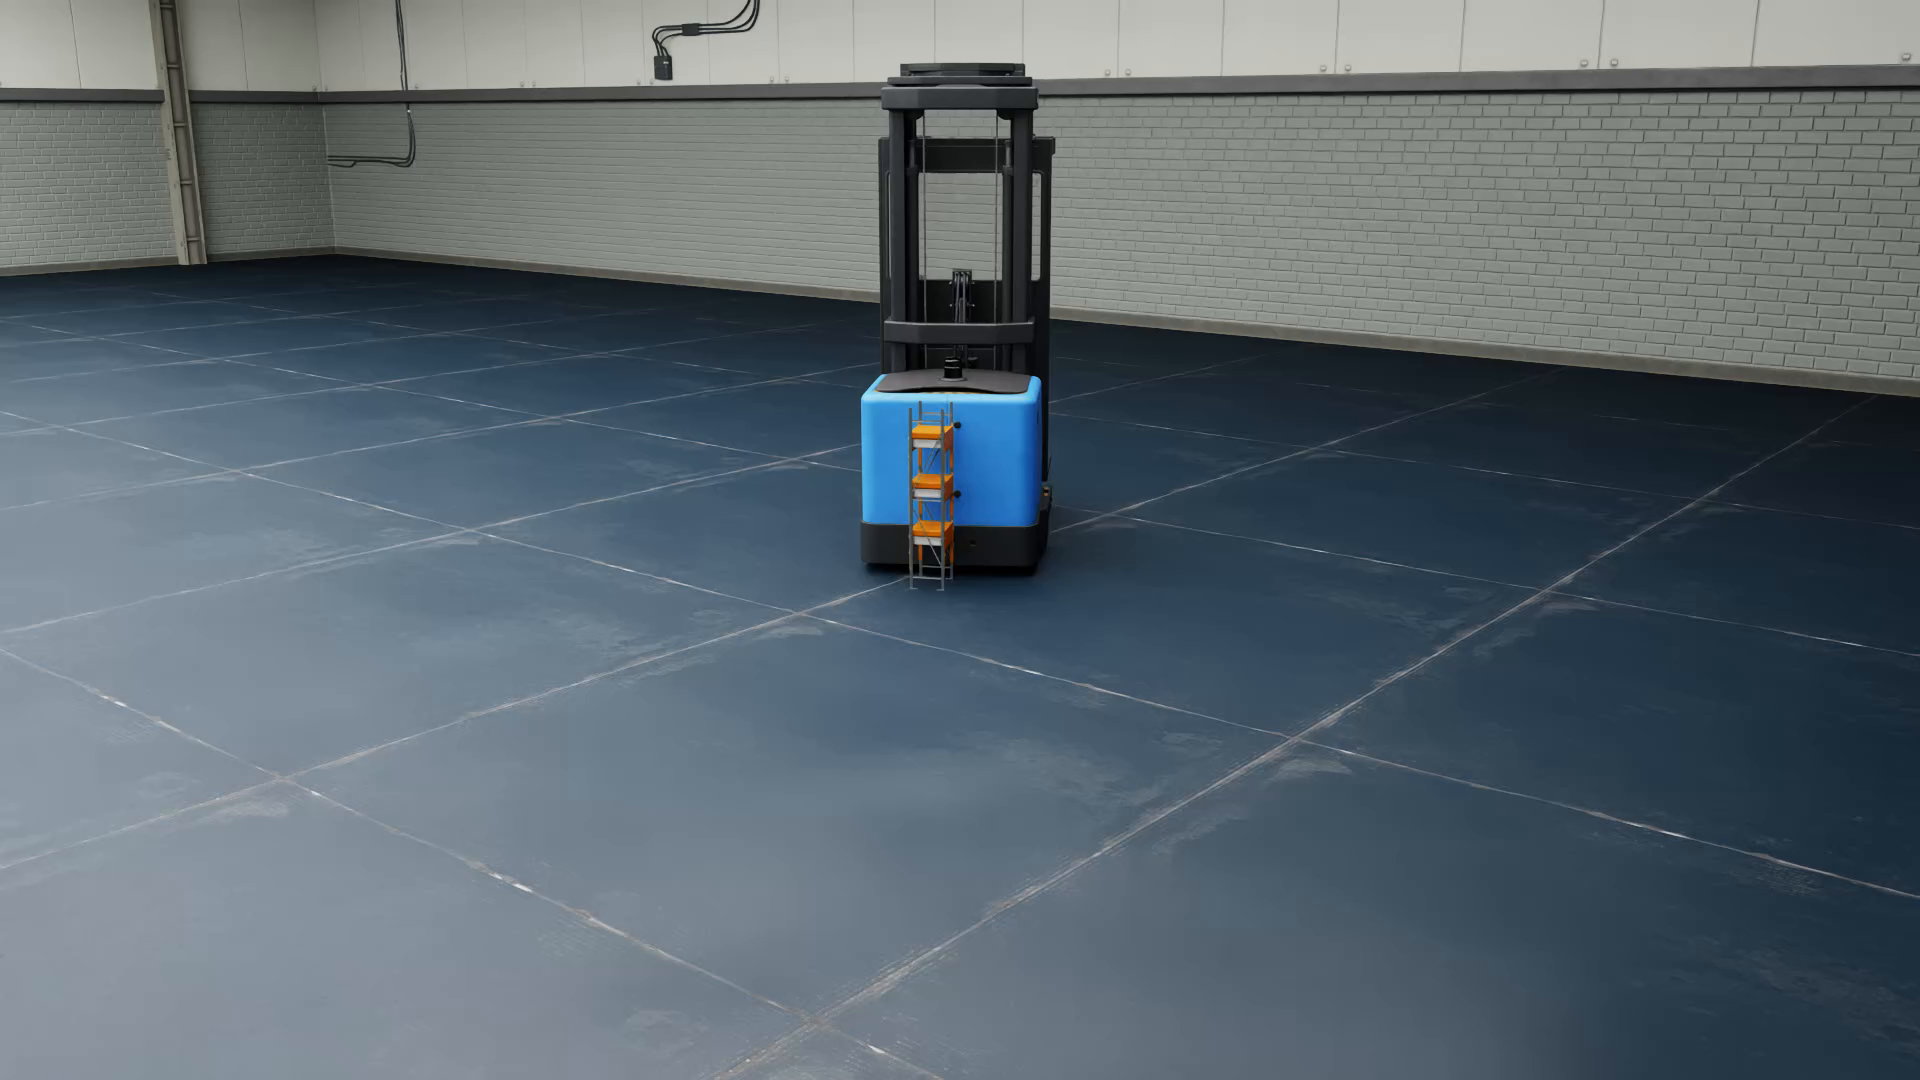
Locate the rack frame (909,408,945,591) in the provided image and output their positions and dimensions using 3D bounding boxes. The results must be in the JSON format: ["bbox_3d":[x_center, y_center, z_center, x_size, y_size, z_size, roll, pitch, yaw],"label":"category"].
[{"bbox_3d":[-0.187,-0.223,9.369,0.200,1.050,0.008,3,15,11],"label":"rack frame"}]

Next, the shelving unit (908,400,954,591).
[{"bbox_3d":[-0.163,-0.253,9.485,0.215,1.050,0.252,3,15,11],"label":"shelving unit"}]

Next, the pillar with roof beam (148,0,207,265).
[{"bbox_3d":[-10.791,-8.783,26.921,9.100,9.000,0.400,11,18,38],"label":"pillar with roof beam"}]

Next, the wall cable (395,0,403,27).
[{"bbox_3d":[-9.156,-10.333,29.071,3.097,2.526,0.112,11,18,38],"label":"wall cable"}]

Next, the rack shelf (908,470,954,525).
[{"bbox_3d":[-0.163,-0.242,9.488,0.215,0.259,0.240,3,15,11],"label":"rack shelf"}]

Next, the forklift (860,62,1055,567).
[{"bbox_3d":[0.053,-1.575,10.870,1.130,2.935,3.031,1,14,5],"label":"forklift"}]

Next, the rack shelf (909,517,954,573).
[{"bbox_3d":[-0.163,0.027,9.556,0.215,0.259,0.240,3,15,11],"label":"rack shelf"}]

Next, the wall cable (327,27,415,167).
[{"bbox_3d":[-11.260,-8.304,31.341,3.097,2.526,0.112,11,18,38],"label":"wall cable"}]

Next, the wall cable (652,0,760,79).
[{"bbox_3d":[-3.886,-9.985,24.745,2.305,6.003,0.169,11,18,38],"label":"wall cable"}]

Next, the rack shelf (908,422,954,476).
[{"bbox_3d":[-0.163,-0.517,9.418,0.215,0.259,0.240,3,15,11],"label":"rack shelf"}]

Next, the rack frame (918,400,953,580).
[{"bbox_3d":[-0.138,-0.282,9.601,0.200,1.050,0.008,3,15,11],"label":"rack frame"}]
